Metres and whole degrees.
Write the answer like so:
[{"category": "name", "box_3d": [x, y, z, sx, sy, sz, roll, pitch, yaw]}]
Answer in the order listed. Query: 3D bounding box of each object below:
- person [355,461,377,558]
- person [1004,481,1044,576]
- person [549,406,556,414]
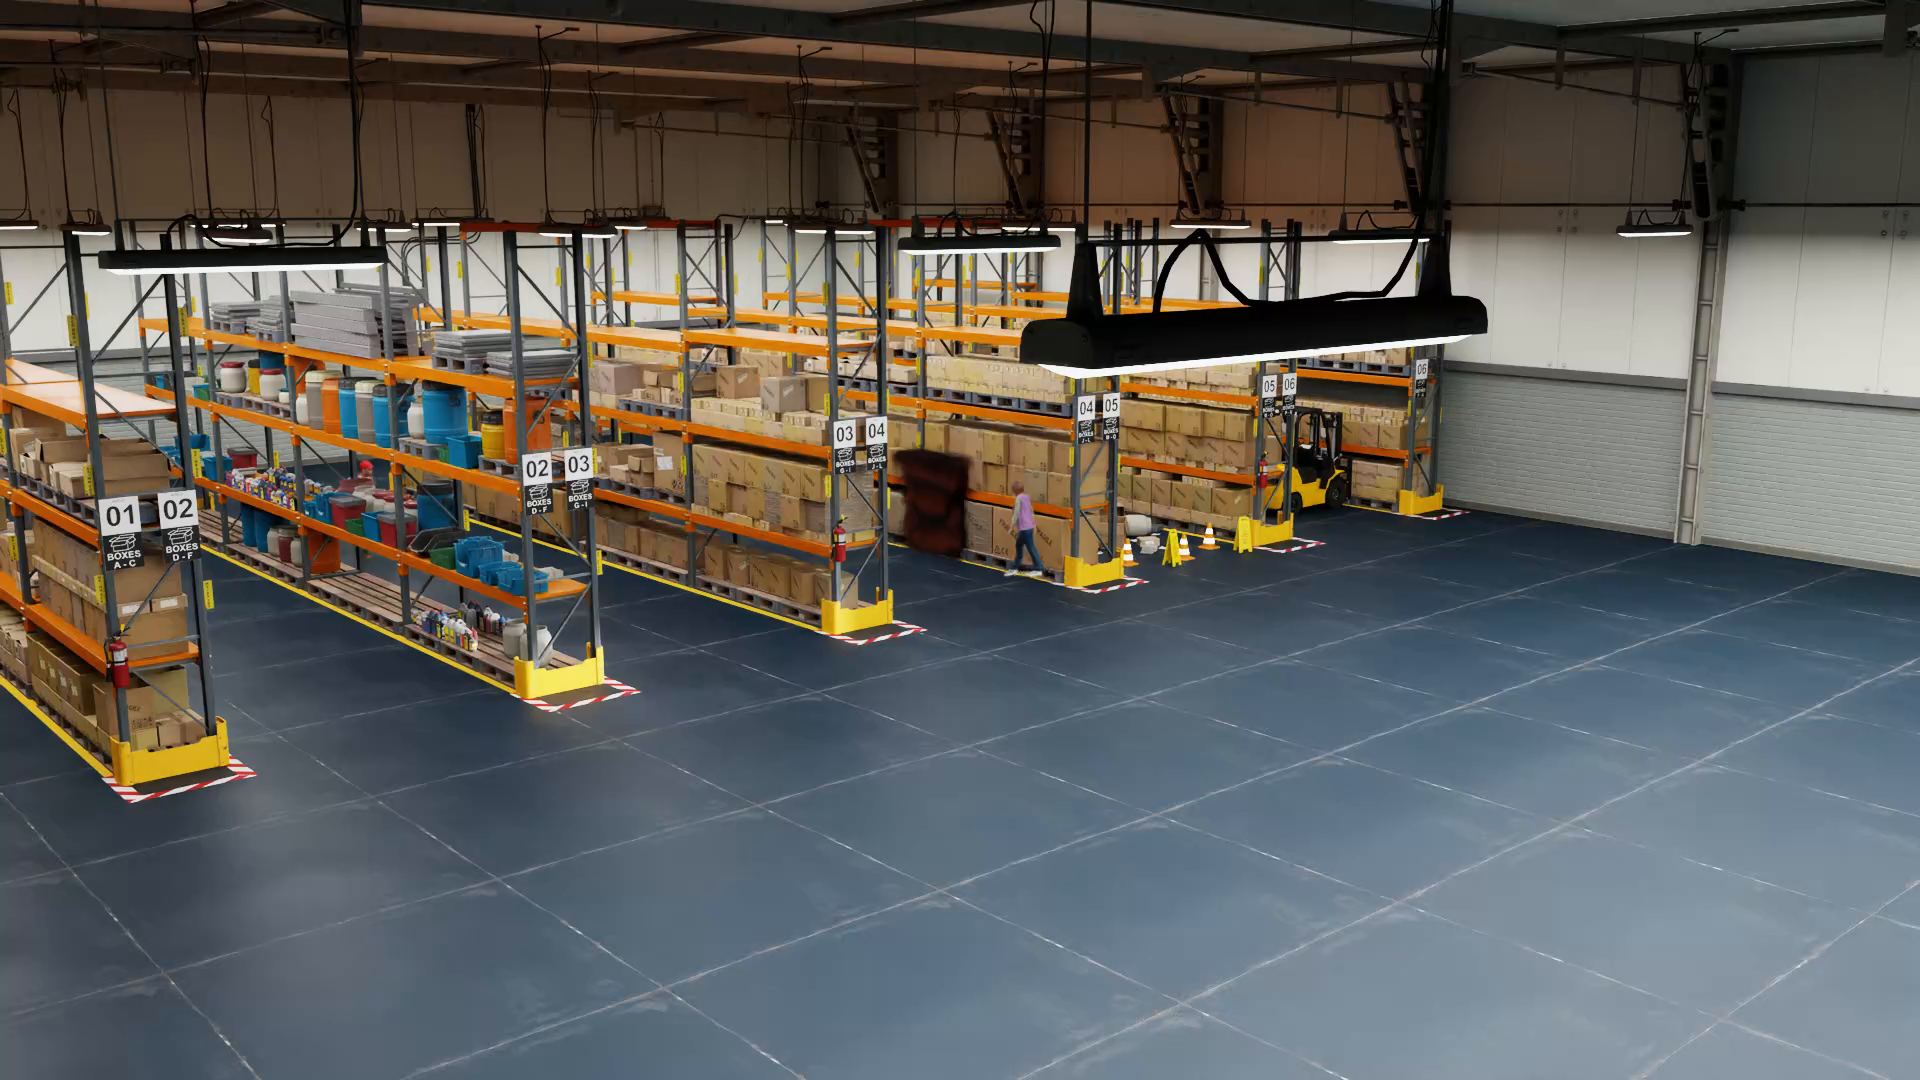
[{"category": "person", "box_3d": [-10.928, -0.562, 30.441, 0.742, 1.802, 0.877, -10, 15, -39]}, {"category": "person", "box_3d": [1.042, -0.157, 27.320, 0.680, 1.615, 0.421, 1, 11, 6]}, {"category": "person", "box_3d": [-9.605, -2.329, 39.048, 0.547, 1.680, 0.817, -2, 12, -9]}]
